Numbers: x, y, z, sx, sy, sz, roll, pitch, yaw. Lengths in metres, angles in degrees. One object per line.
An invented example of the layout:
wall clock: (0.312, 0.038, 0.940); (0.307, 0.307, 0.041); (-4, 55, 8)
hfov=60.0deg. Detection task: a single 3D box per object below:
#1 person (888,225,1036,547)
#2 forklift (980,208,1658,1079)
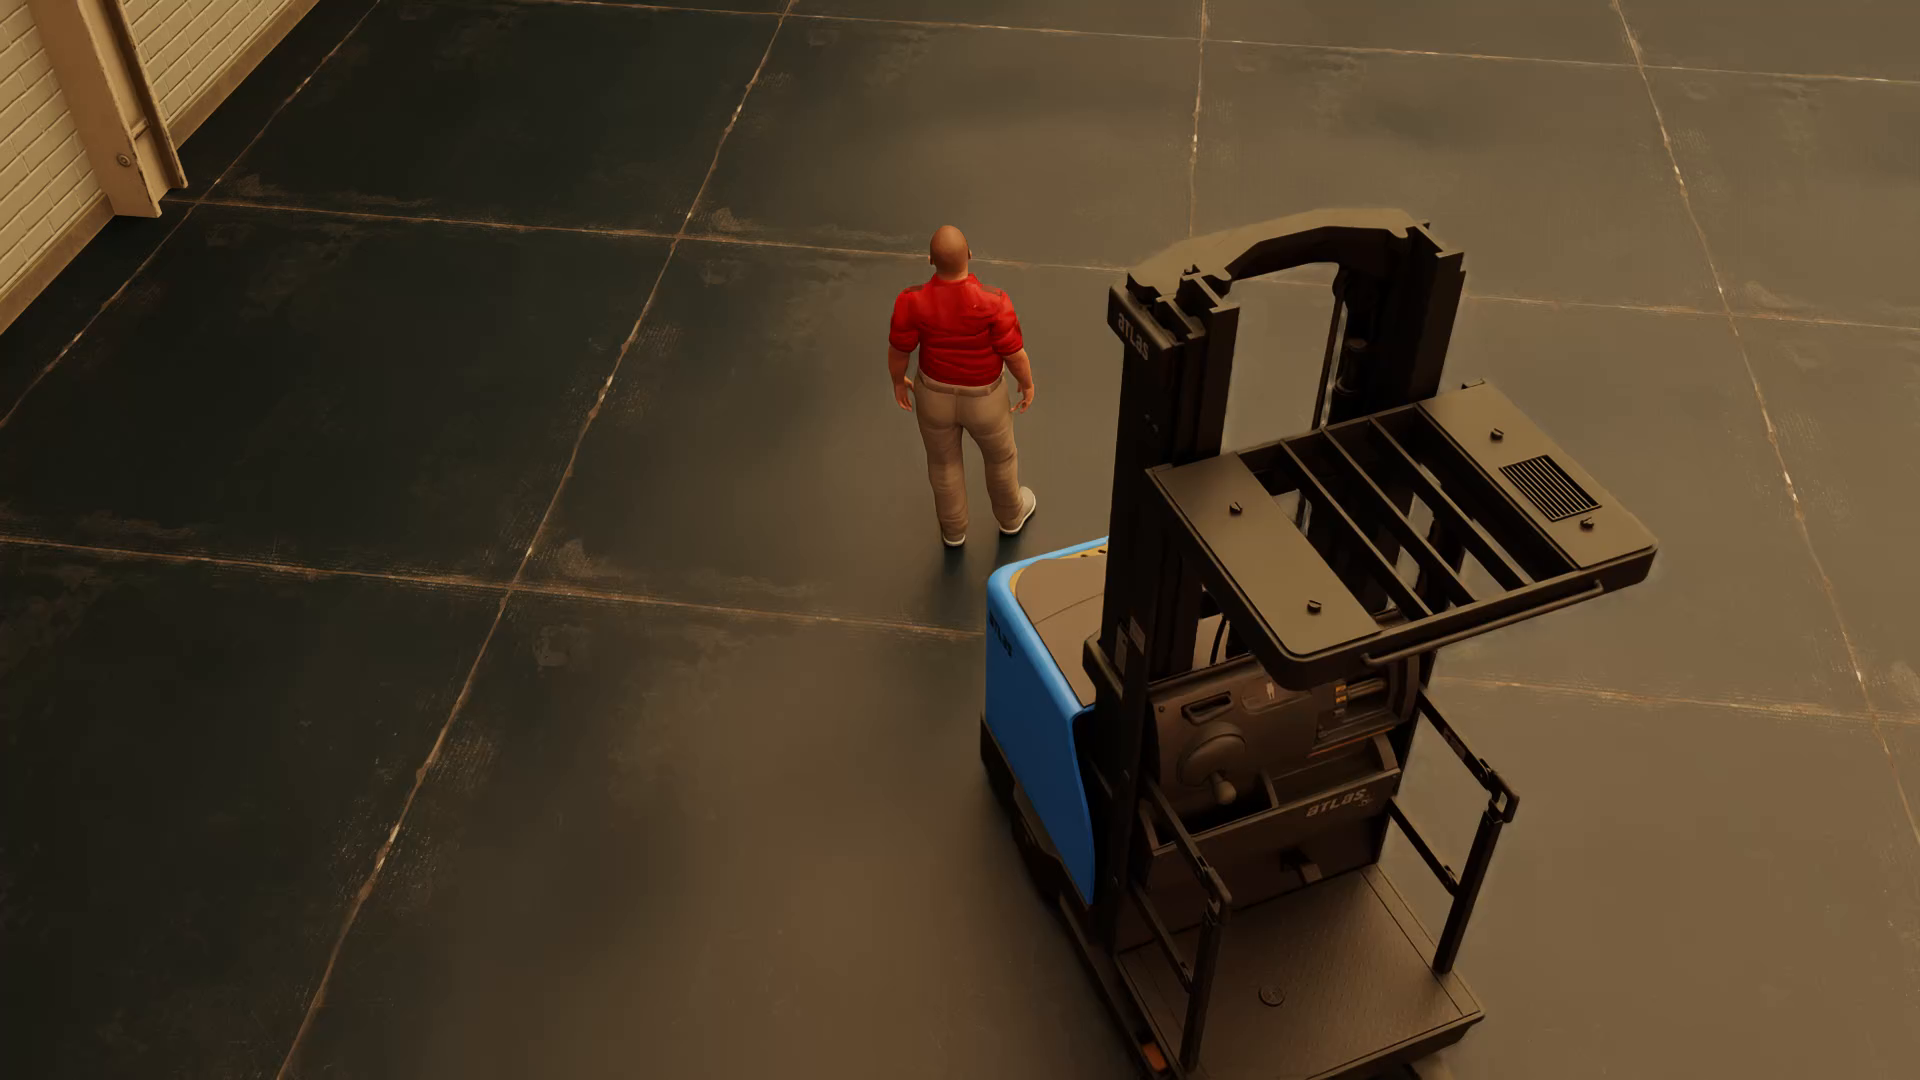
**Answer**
person: (0.023, -0.702, 7.365); (0.641, 1.727, 0.550); (5, 43, 6)
forklift: (1.107, 0.623, 5.046); (1.130, 2.935, 3.031); (-15, 45, -16)
